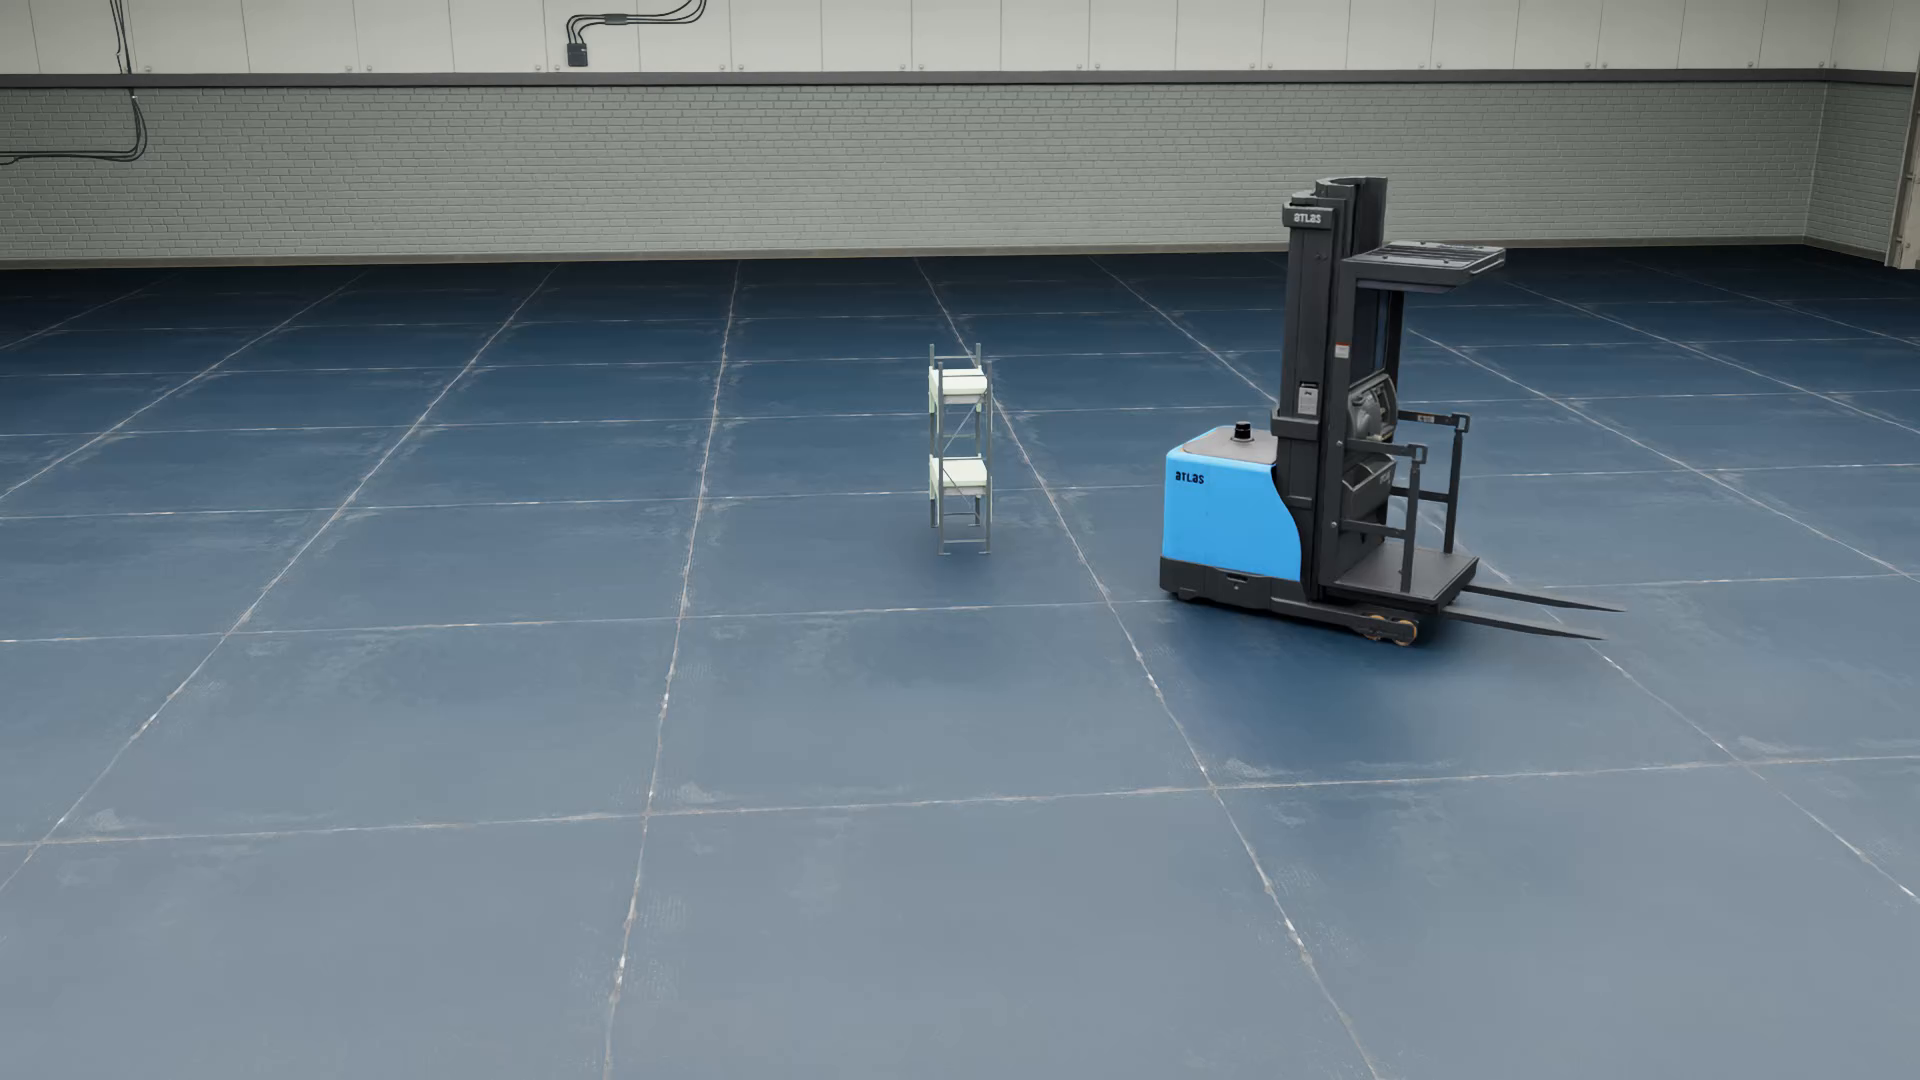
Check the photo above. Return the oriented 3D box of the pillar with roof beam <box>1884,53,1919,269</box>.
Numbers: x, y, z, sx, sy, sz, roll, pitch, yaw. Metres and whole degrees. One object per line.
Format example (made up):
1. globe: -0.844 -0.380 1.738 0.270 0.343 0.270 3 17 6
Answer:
1. pillar with roof beam: 11.322 -8.688 25.826 9.100 9.000 0.400 -2 18 -6

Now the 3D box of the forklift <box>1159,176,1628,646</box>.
1. forklift: 2.948 -0.883 11.096 3.031 2.935 1.130 10 20 30

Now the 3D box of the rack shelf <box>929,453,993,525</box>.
1. rack shelf: -0.001 -0.407 13.056 0.431 0.370 0.720 -2 18 -6

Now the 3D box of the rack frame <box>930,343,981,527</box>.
1. rack frame: -0.038 -0.827 13.306 0.400 1.500 0.023 -2 18 -6

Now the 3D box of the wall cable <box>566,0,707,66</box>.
1. wall cable: -5.273 -10.677 26.485 2.305 6.003 0.169 -2 18 -6

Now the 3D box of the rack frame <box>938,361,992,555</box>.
1. rack frame: 0.037 -0.609 12.611 0.400 1.500 0.023 -2 18 -6

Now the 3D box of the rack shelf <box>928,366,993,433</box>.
1. rack shelf: -0.001 -1.090 12.842 0.431 0.370 0.720 -2 18 -6

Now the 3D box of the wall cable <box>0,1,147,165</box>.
1. wall cable: -14.717 -7.285 26.541 3.097 2.526 0.112 -2 18 -6

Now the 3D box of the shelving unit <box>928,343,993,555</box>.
1. shelving unit: -0.001 -0.718 12.959 0.431 1.500 0.755 -2 18 -6
